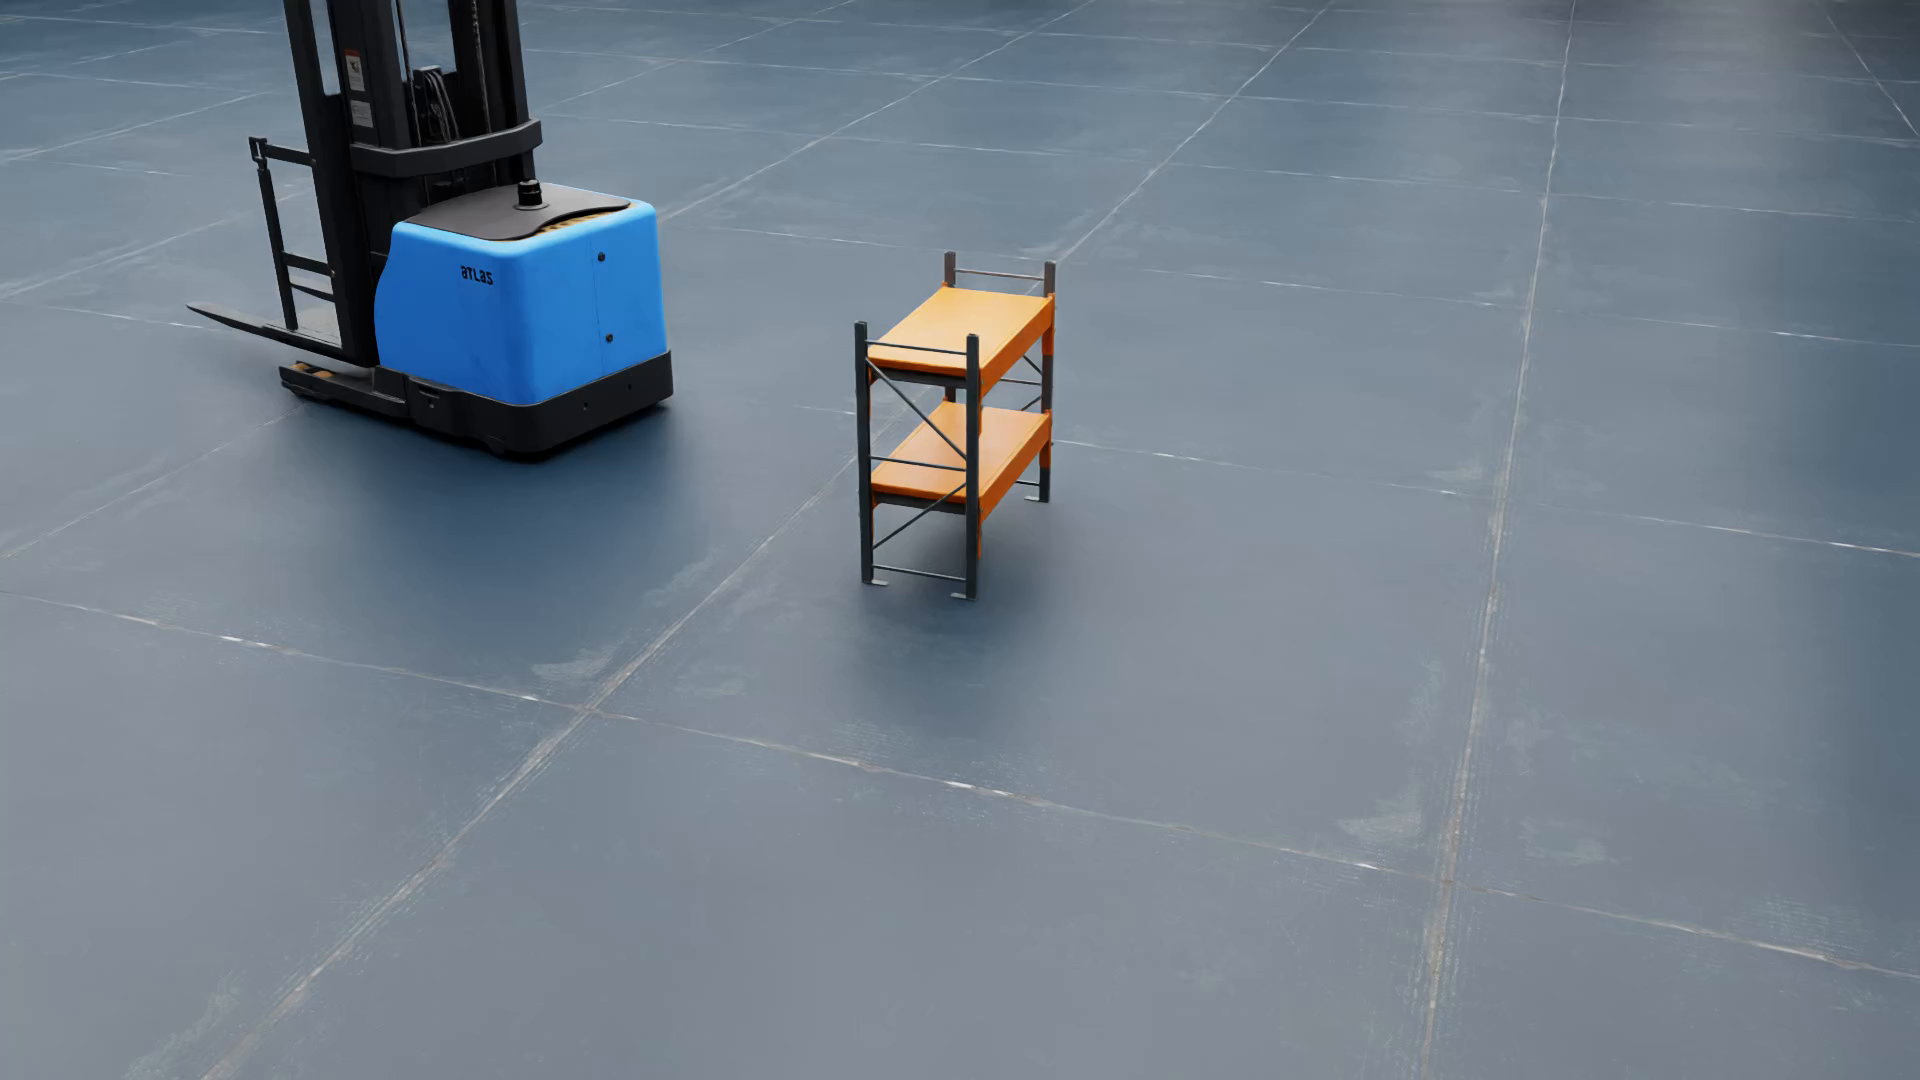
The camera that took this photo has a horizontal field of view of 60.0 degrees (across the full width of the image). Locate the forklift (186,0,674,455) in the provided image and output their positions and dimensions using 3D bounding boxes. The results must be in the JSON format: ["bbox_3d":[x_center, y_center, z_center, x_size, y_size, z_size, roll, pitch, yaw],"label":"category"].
[{"bbox_3d":[-2.996,-2.213,8.457,3.031,2.935,1.130,17,30,31],"label":"forklift"}]

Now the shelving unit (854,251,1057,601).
[{"bbox_3d":[0.002,-0.509,7.011,0.538,1.125,1.048,9,27,17],"label":"shelving unit"}]

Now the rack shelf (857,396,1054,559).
[{"bbox_3d":[0.002,-0.289,7.117,0.538,0.278,1.000,9,27,17],"label":"rack shelf"}]

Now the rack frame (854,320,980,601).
[{"bbox_3d":[-0.167,-0.300,6.579,0.500,1.125,0.032,9,27,17],"label":"rack frame"}]

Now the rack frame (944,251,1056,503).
[{"bbox_3d":[0.171,-0.718,7.442,0.500,1.125,0.032,9,27,17],"label":"rack frame"}]

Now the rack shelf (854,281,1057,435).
[{"bbox_3d":[0.002,-0.772,6.883,0.538,0.278,1.000,9,27,17],"label":"rack shelf"}]
